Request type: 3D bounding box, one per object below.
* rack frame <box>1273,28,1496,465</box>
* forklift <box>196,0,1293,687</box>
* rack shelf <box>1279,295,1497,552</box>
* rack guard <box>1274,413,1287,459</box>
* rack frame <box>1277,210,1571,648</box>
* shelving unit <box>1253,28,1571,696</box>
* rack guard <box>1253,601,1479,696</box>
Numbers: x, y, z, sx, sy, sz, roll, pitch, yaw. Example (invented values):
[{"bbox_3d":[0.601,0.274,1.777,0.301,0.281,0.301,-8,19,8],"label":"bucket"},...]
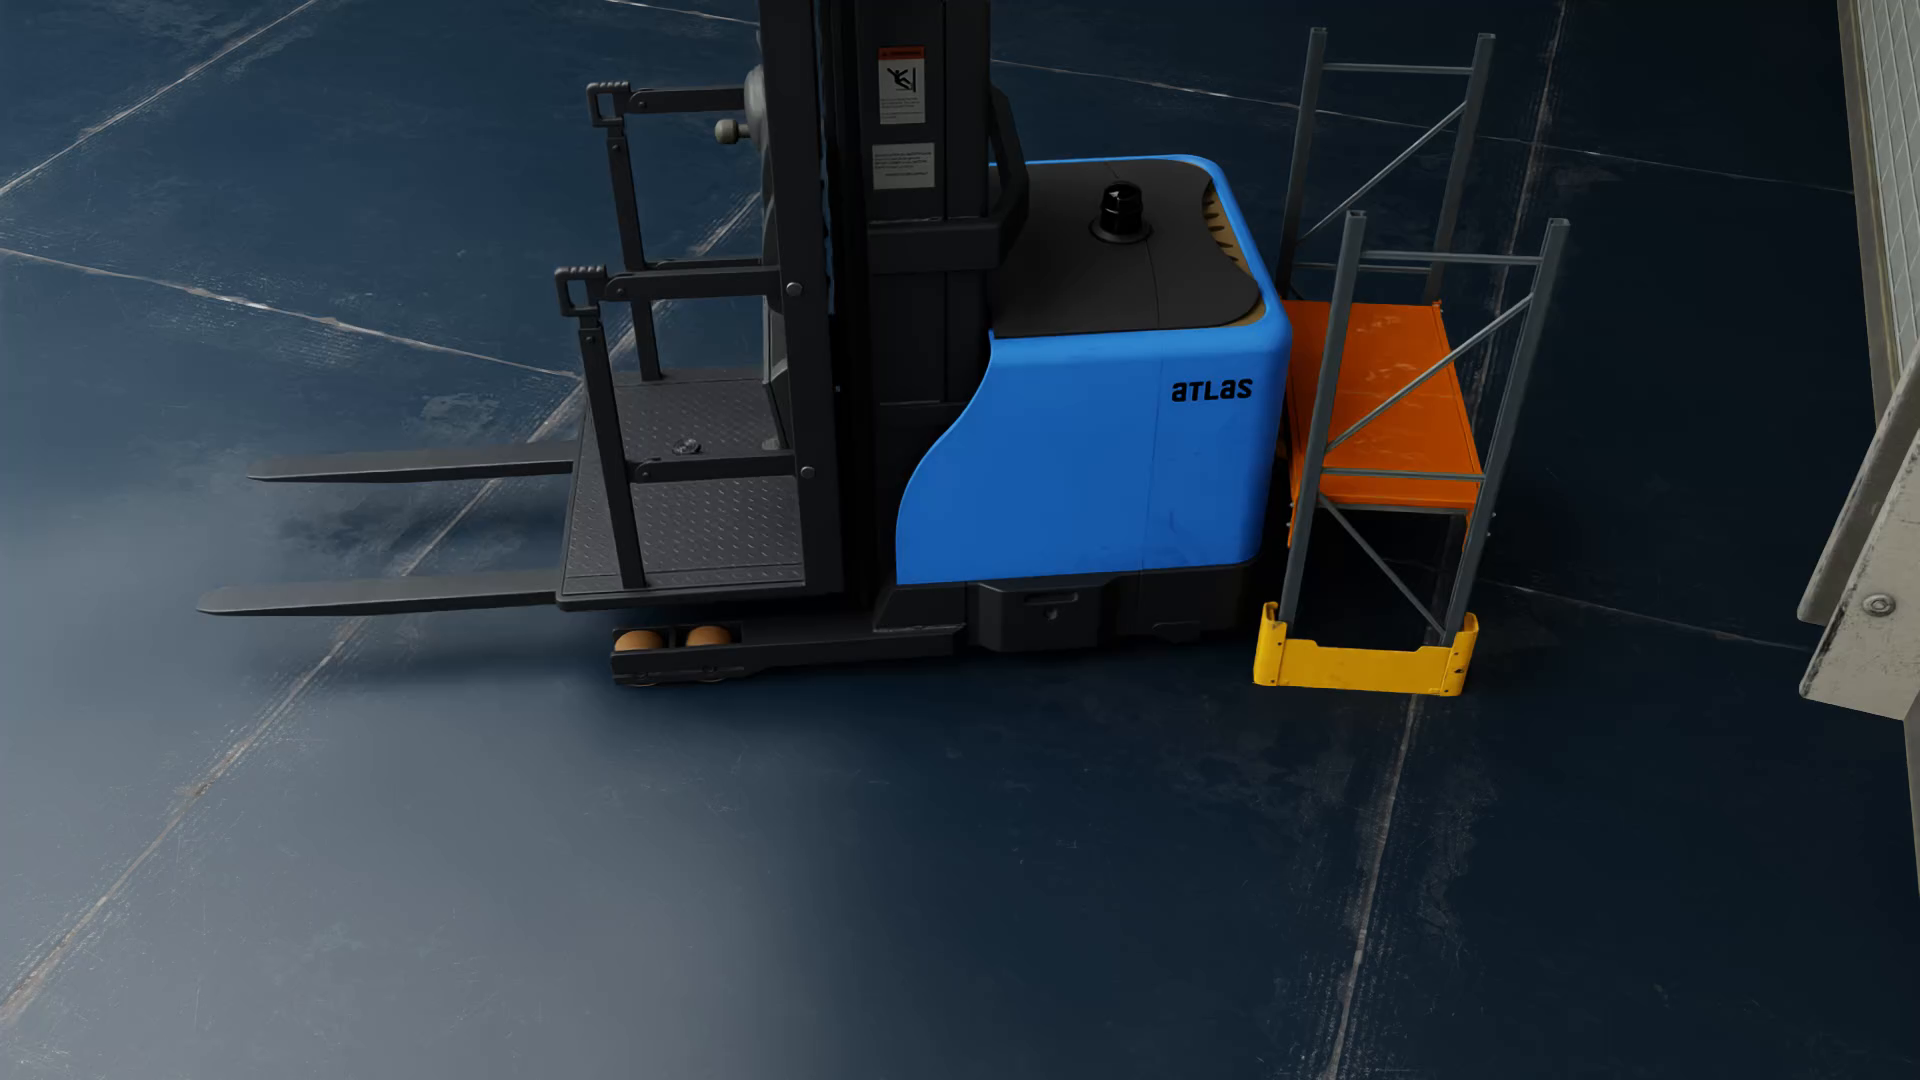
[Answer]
[{"bbox_3d":[1.219,-0.824,5.060,0.500,1.500,0.032,3,41,3],"label":"rack frame"},{"bbox_3d":[-0.674,-1.055,4.229,3.031,2.935,1.130,-3,41,-4],"label":"forklift"},{"bbox_3d":[1.179,-0.358,4.791,0.538,0.185,1.000,3,41,3],"label":"rack shelf"},{"bbox_3d":[1.217,-0.336,5.451,0.587,0.250,0.087,3,41,3],"label":"rack guard"},{"bbox_3d":[1.139,-0.166,4.289,0.500,1.500,0.032,3,41,3],"label":"rack frame"},{"bbox_3d":[1.178,-0.489,4.668,0.587,1.500,1.083,3,41,3],"label":"shelving unit"},{"bbox_3d":[1.139,0.309,4.696,0.587,0.250,0.087,3,41,3],"label":"rack guard"}]
